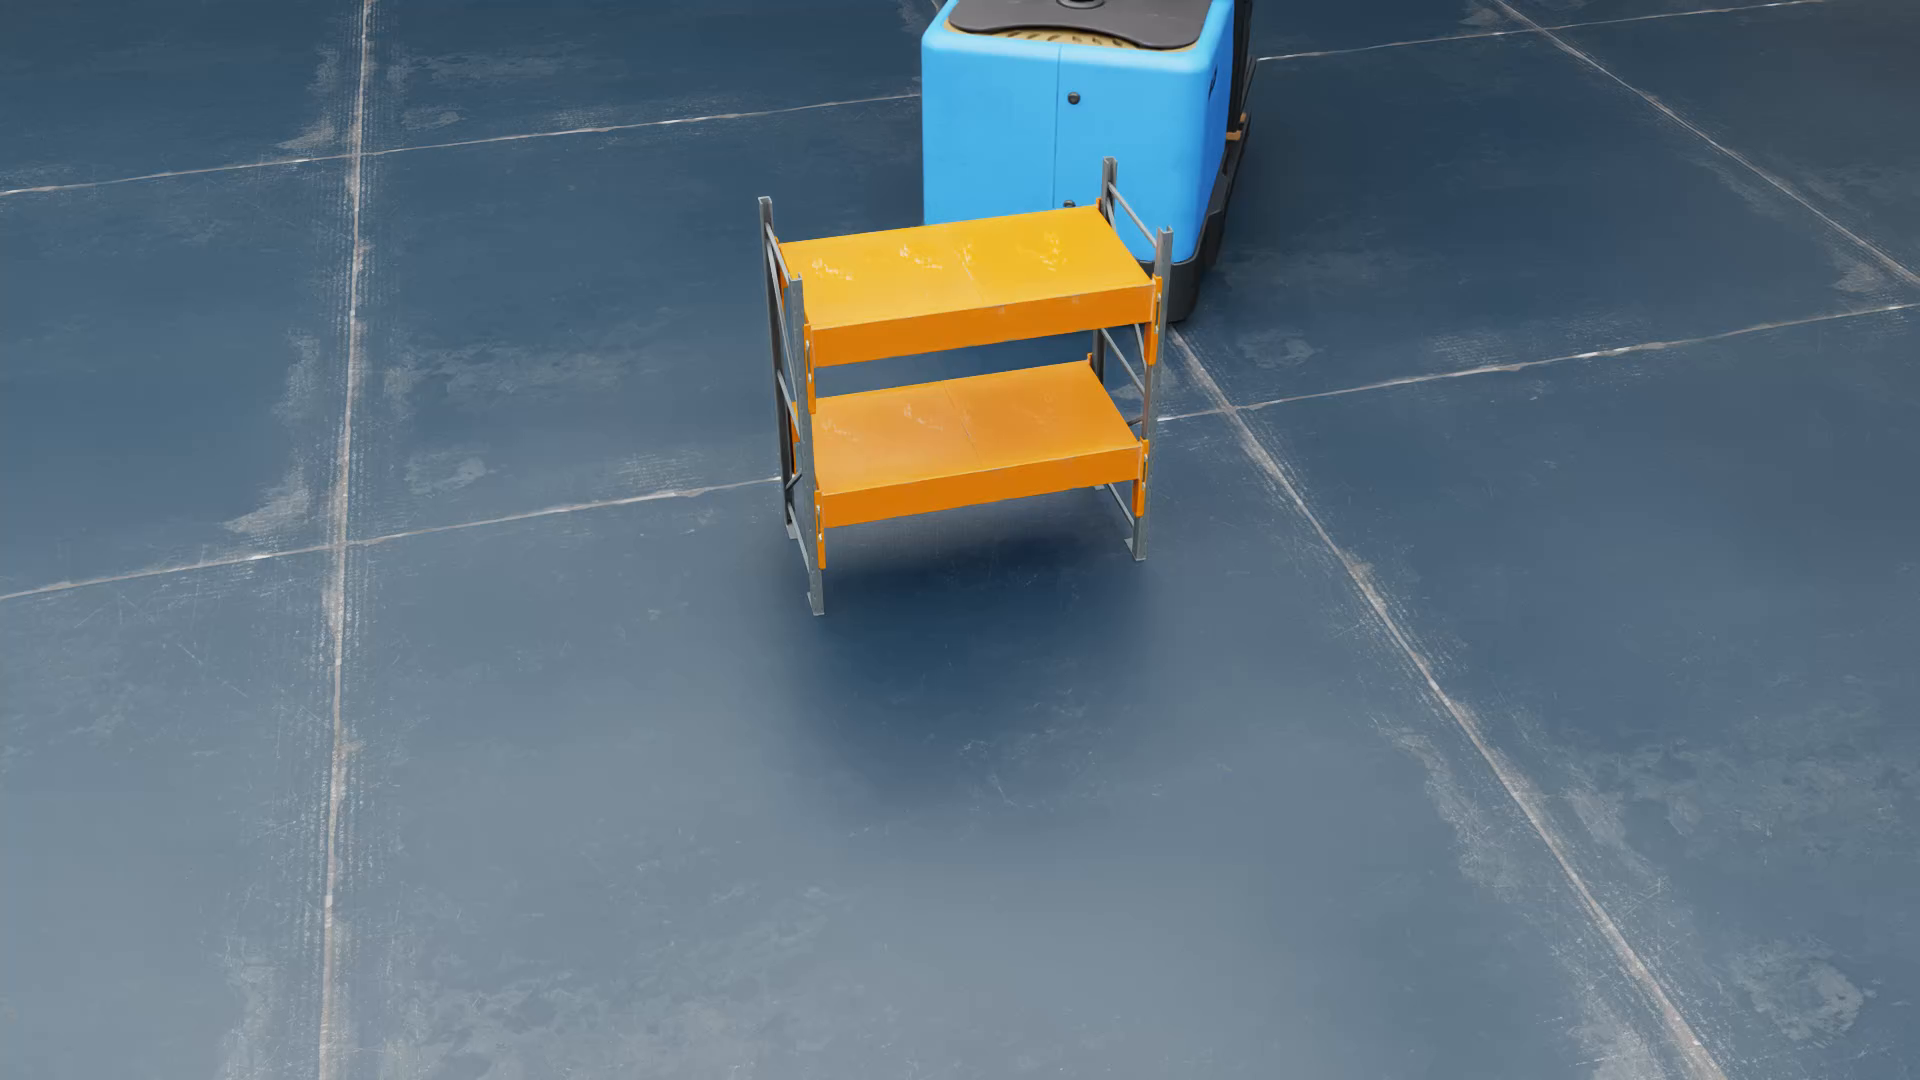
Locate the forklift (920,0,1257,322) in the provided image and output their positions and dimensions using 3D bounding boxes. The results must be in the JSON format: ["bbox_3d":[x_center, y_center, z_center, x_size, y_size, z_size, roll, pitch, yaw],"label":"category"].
[{"bbox_3d":[0.704,-2.872,6.592,1.130,2.935,3.031,9,38,11],"label":"forklift"}]

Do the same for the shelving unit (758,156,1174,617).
[{"bbox_3d":[0.007,-0.448,4.910,1.048,1.125,0.538,-9,38,-12],"label":"shelving unit"}]

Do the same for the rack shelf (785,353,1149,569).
[{"bbox_3d":[0.007,-0.254,5.058,1.000,0.278,0.538,-9,38,-12],"label":"rack shelf"}]

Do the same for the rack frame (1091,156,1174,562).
[{"bbox_3d":[0.497,-0.528,5.015,0.032,1.125,0.500,-9,38,-12],"label":"rack frame"}]

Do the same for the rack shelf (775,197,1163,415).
[{"bbox_3d":[0.007,-0.680,4.732,1.000,0.278,0.538,-9,38,-12],"label":"rack shelf"}]

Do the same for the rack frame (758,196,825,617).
[{"bbox_3d":[-0.484,-0.367,4.804,0.032,1.125,0.500,-9,38,-12],"label":"rack frame"}]
